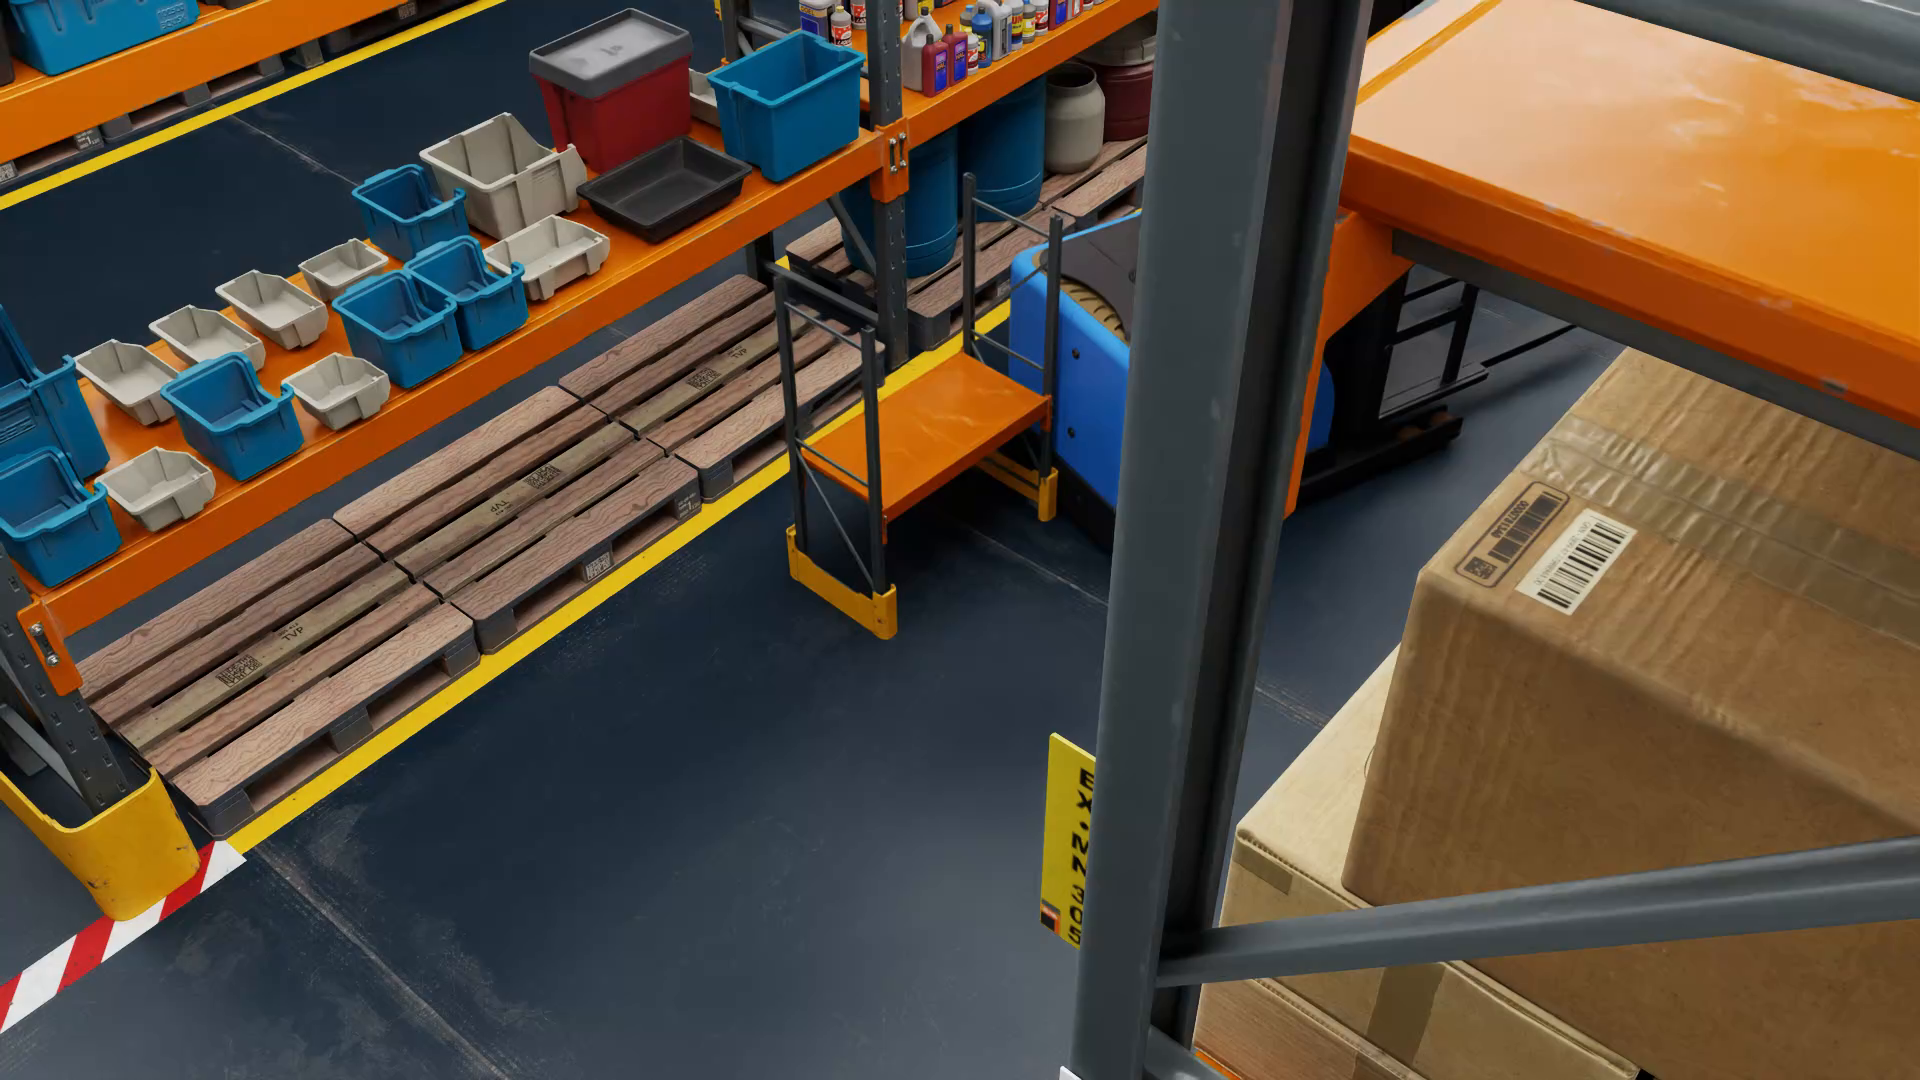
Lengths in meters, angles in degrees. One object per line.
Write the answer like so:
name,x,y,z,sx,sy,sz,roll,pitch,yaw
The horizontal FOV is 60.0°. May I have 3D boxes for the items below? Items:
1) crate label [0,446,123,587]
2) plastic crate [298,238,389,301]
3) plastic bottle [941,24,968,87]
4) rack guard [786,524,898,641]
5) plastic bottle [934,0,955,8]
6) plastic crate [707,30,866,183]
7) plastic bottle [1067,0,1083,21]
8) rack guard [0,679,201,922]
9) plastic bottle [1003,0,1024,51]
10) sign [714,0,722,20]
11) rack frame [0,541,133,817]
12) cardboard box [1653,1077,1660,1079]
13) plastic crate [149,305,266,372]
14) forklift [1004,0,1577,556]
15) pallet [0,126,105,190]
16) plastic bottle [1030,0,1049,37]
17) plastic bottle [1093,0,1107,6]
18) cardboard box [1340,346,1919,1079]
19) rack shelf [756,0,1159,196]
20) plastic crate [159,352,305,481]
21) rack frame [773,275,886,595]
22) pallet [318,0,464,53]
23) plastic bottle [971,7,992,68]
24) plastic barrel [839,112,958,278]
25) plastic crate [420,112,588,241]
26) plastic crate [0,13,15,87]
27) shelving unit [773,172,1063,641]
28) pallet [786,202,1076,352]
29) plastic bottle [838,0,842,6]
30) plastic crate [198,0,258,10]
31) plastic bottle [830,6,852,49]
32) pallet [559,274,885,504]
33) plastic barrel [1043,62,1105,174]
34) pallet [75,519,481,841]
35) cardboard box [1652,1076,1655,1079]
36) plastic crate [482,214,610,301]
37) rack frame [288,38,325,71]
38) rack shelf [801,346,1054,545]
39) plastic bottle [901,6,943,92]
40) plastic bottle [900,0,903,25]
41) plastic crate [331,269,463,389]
crate label,-2.836,-0.067,5.174,0.416,0.233,0.303,29,50,28
plastic crate,-2.326,-1.003,6.274,0.298,0.136,0.250,29,50,28
plastic bottle,-0.024,-2.212,7.539,0.061,0.283,0.133,29,50,28
rack guard,-0.490,0.169,6.878,0.587,0.250,0.087,32,51,30
plastic bottle,-0.102,-2.811,8.149,0.144,0.351,0.185,29,50,28
plastic crate,-0.712,-1.810,6.978,0.392,0.384,0.575,29,50,28
plastic bottle,0.513,-2.686,8.067,0.152,0.276,0.135,29,50,28
rack guard,-3.252,0.821,5.976,1.175,0.500,0.348,29,50,28
plastic bottle,0.248,-2.444,7.804,0.097,0.271,0.097,0,42,0
sign,-1.092,-2.523,7.590,0.100,0.325,0.005,29,50,28
rack frame,-3.247,-0.122,5.155,1.000,3.000,0.127,29,50,28
cardboard box,1.072,0.633,1.834,0.500,0.250,0.500,29,50,28
plastic crate,-2.663,-0.688,5.929,0.396,0.136,0.243,29,50,28
forklift,1.726,-1.730,6.974,3.031,2.935,1.130,-22,47,-23
pallet,-5.798,-2.306,9.629,1.003,0.211,1.213,29,50,28
plastic bottle,0.373,-2.518,7.938,0.097,0.201,0.097,0,42,0
plastic bottle,0.662,-2.806,8.198,0.152,0.276,0.135,29,50,28
cardboard box,0.860,0.236,1.714,0.700,0.500,0.500,29,50,28
rack shelf,0.615,-2.946,8.795,1.077,0.370,4.000,29,50,28
plastic crate,-2.412,-0.406,5.547,0.416,0.233,0.300,29,50,28
rack frame,-0.490,-0.293,6.457,0.500,1.500,0.032,32,51,30
pallet,-4.024,-3.725,11.189,1.003,0.211,1.213,29,50,28
plastic bottle,0.099,-2.325,7.672,0.097,0.271,0.097,0,42,0
plastic barrel,-0.309,-1.834,8.285,0.600,0.901,0.708,29,50,28
plastic crate,-1.796,-1.454,6.663,0.437,0.282,0.530,29,50,28
plastic crate,-2.786,-1.261,4.275,0.497,0.269,0.590,29,50,28
shelving unit,-0.149,-0.538,6.727,0.587,1.500,1.083,32,51,30
pallet,-0.144,-1.529,8.775,1.003,0.211,1.213,29,50,28
plastic bottle,-0.612,-2.523,7.943,0.097,0.201,0.097,0,42,0
plastic crate,-2.053,-1.877,4.901,0.504,0.338,0.767,29,50,28
plastic bottle,-0.559,-2.407,7.815,0.097,0.201,0.097,0,42,0
pallet,-1.116,-0.755,7.923,1.003,0.211,1.213,29,50,28
plastic barrel,0.578,-2.306,9.094,0.421,0.512,0.421,0,42,0
pallet,-2.686,0.502,6.541,1.003,0.211,1.213,29,50,28
cardboard box,1.067,0.815,2.005,0.500,0.250,0.500,29,50,28
plastic crate,-1.563,-1.080,6.359,0.293,0.136,0.466,29,50,28
rack frame,-4.463,-4.326,9.778,1.000,3.000,0.127,29,50,28
rack shelf,-0.143,-0.409,6.852,0.538,0.185,1.000,32,51,30
plastic bottle,-0.172,-2.225,7.504,0.144,0.351,0.185,29,50,28
plastic bottle,-0.324,-2.595,8.022,0.097,0.201,0.097,0,42,0
plastic crate,-1.988,-0.745,5.920,0.416,0.233,0.300,29,50,28
